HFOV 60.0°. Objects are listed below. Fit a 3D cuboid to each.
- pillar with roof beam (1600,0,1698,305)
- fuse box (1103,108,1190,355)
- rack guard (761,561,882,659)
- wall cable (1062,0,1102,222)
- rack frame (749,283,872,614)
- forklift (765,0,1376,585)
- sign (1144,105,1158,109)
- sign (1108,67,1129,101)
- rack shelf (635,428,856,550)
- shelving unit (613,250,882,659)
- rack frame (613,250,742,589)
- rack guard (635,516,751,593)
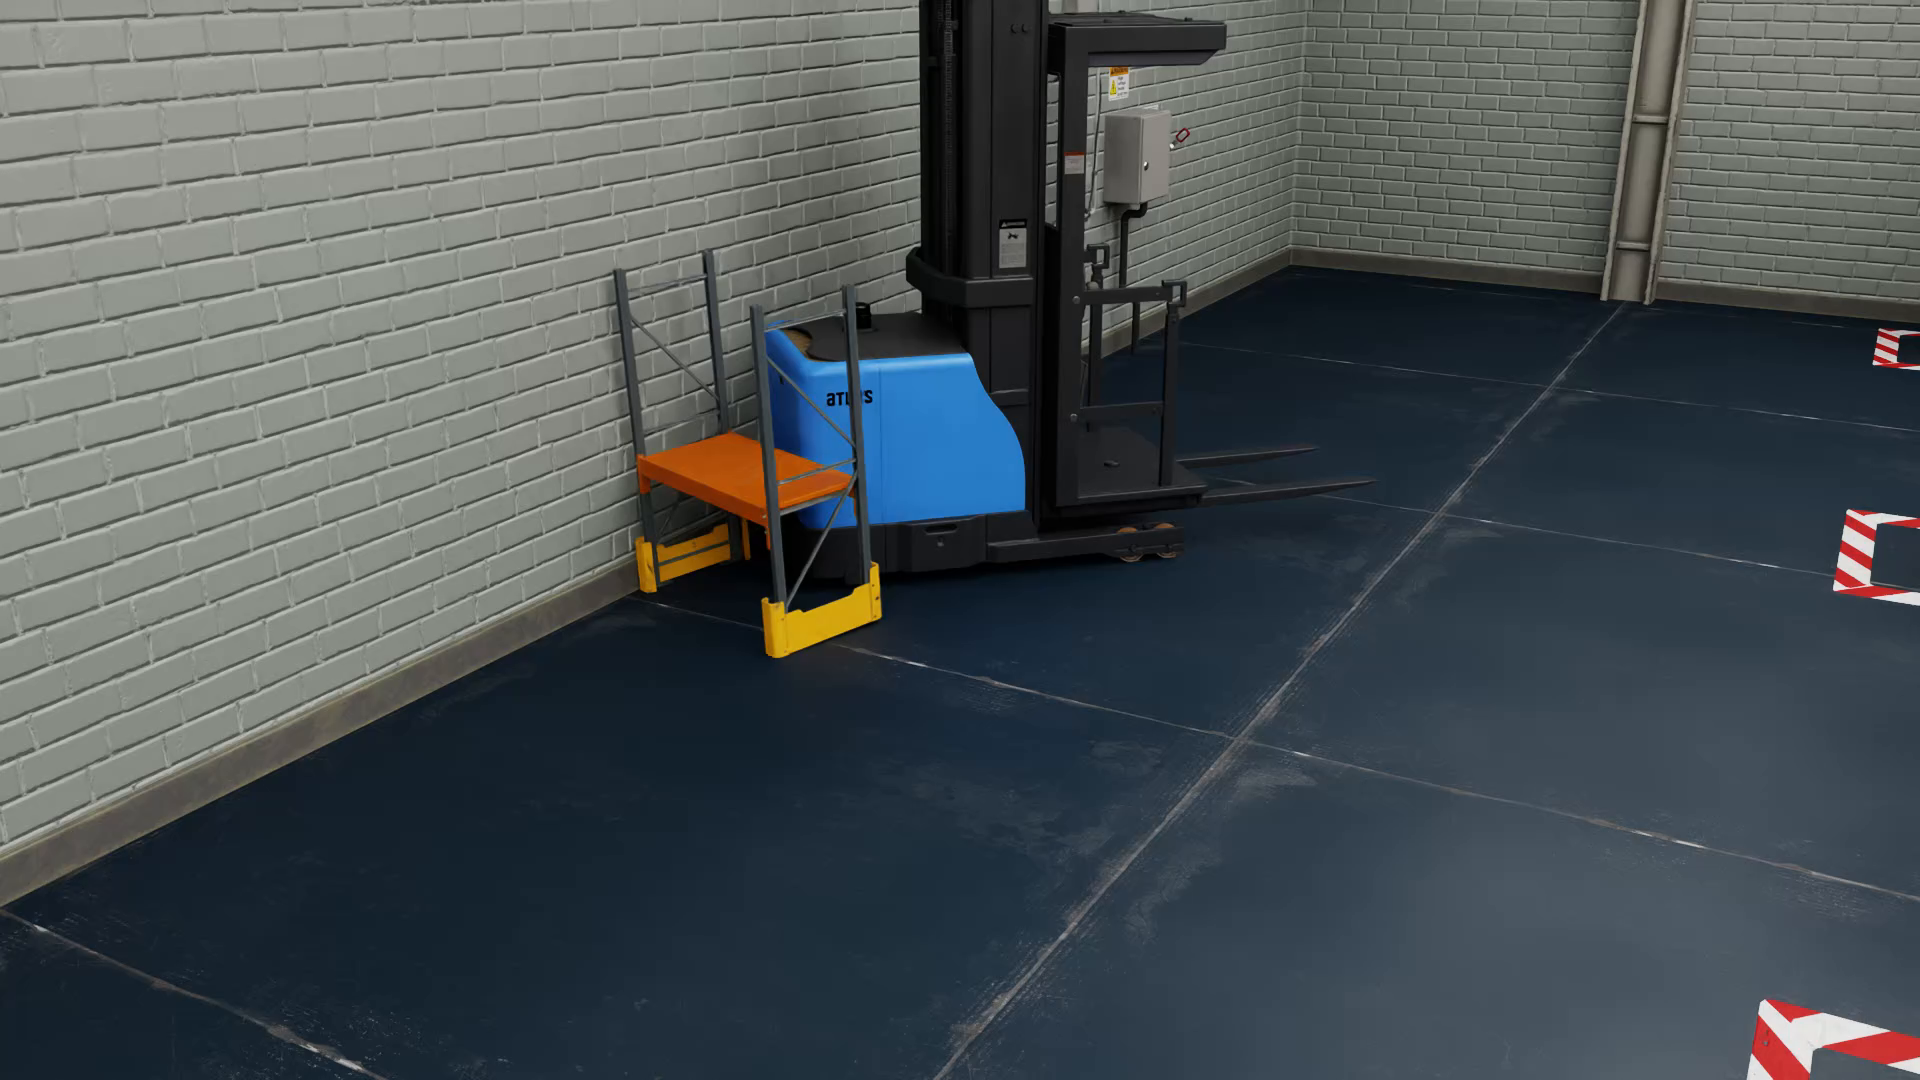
[{"bbox_3d":[3.494,-4.968,8.865,0.400,9.000,9.100,11,23,27],"label":"pillar with roof beam"},{"bbox_3d":[1.308,-2.161,11.813,0.414,1.711,0.539,11,23,27],"label":"fuse box"},{"bbox_3d":[-0.587,0.295,7.142,0.587,0.250,0.087,-20,28,-38],"label":"rack guard"},{"bbox_3d":[0.838,-3.067,10.932,0.122,1.984,0.588,11,23,27],"label":"wall cable"},{"bbox_3d":[-0.598,-0.280,6.896,0.500,1.500,0.032,-20,28,-38],"label":"rack frame"},{"bbox_3d":[0.598,-1.437,8.030,3.031,2.935,1.130,-6,21,-15],"label":"forklift"},{"bbox_3d":[1.368,-2.903,12.110,0.001,0.494,0.329,11,23,27],"label":"sign"},{"bbox_3d":[1.100,-3.173,11.502,0.001,0.242,0.339,11,23,27],"label":"sign"},{"bbox_3d":[-0.930,-0.242,7.319,0.538,0.185,1.000,-20,28,-38],"label":"rack shelf"},{"bbox_3d":[-0.943,-0.411,7.258,0.587,1.500,1.083,-20,28,-38],"label":"shelving unit"},{"bbox_3d":[-1.277,-0.538,7.608,0.500,1.500,0.032,-20,28,-38],"label":"rack frame"},{"bbox_3d":[-1.252,0.042,7.839,0.587,0.250,0.087,-20,28,-38],"label":"rack guard"}]
